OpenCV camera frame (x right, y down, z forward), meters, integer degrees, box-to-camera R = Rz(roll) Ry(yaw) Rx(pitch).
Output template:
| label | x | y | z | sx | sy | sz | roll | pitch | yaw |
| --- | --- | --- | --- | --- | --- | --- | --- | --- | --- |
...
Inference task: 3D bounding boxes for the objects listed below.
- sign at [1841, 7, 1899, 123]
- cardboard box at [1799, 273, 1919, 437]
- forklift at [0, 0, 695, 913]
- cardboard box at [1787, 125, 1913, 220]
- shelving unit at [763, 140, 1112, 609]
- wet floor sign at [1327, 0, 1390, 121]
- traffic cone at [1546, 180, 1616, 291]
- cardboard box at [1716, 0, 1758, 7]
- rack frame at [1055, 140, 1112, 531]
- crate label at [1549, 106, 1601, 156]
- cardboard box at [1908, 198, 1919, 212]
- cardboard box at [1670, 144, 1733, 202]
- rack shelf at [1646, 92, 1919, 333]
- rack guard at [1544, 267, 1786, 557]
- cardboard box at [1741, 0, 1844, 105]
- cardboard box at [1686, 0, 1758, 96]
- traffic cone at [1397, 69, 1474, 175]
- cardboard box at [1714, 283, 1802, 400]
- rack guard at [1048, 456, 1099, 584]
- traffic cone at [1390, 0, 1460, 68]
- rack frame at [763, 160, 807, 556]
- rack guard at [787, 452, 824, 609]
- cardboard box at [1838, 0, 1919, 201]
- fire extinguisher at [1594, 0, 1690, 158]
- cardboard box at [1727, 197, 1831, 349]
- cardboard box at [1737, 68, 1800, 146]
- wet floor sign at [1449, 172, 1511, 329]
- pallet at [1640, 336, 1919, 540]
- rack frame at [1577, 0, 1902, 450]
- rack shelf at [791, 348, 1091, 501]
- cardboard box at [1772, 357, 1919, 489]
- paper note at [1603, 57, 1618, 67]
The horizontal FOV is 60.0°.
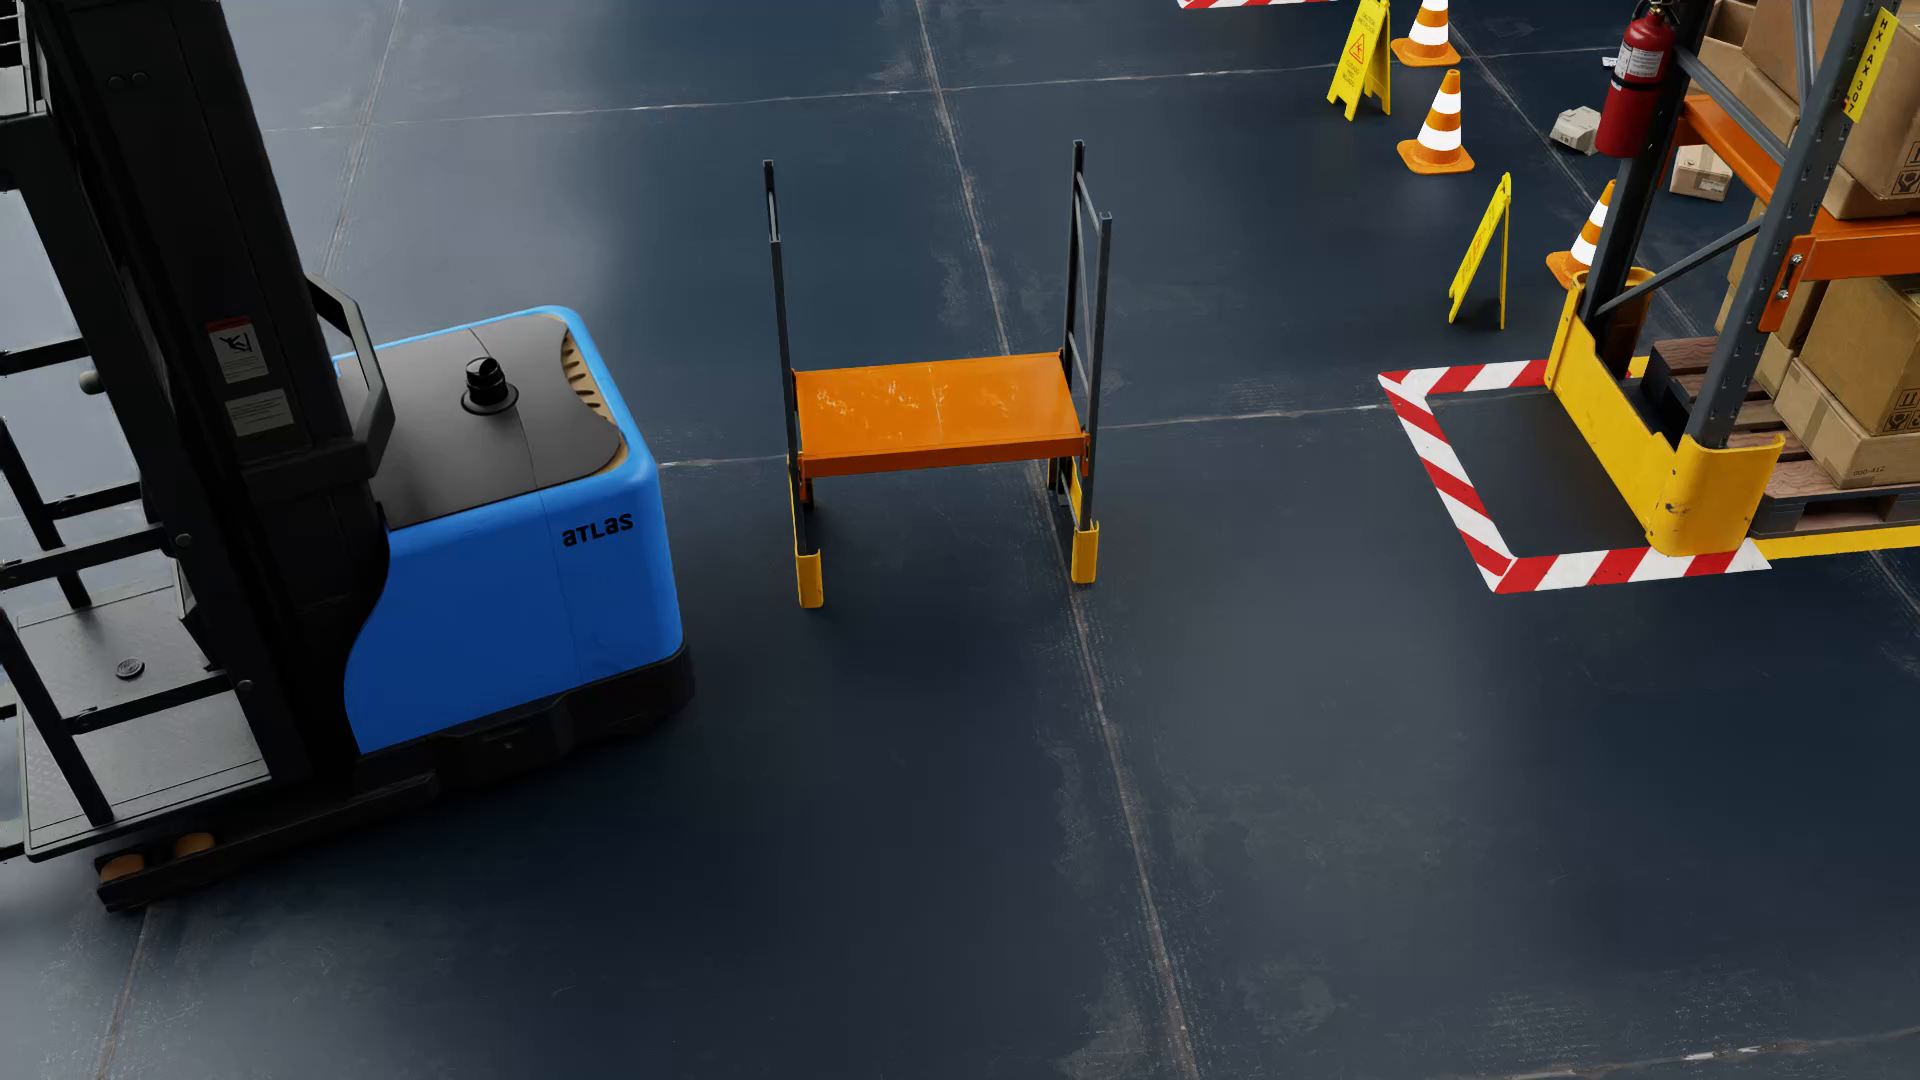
| label | x | y | z | sx | sy | sz | roll | pitch | yaw |
| --- | --- | --- | --- | --- | --- | --- | --- | --- | --- |
| sign | 2.689 | -1.403 | 4.920 | 0.005 | 0.325 | 0.100 | -5 | 42 | -6 |
| cardboard box | 3.478 | -0.744 | 6.015 | 0.500 | 0.500 | 0.500 | -6 | 42 | -7 |
| forklift | -2.449 | -0.385 | 4.489 | 3.031 | 2.935 | 1.130 | -17 | 45 | -18 |
| cardboard box | 2.983 | -1.241 | 5.574 | 0.250 | 0.149 | 0.380 | -5 | 42 | -5 |
| shelving unit | -0.076 | -0.550 | 5.740 | 1.083 | 1.500 | 0.587 | -5 | 42 | -6 |
| wet floor sign | 2.105 | -2.529 | 8.572 | 0.232 | 0.644 | 0.267 | -12 | 43 | -13 |
| traffic cone | 2.878 | -1.394 | 7.450 | 0.334 | 0.463 | 0.336 | -5 | 42 | -6 |
| cardboard box | 4.437 | -3.325 | 9.561 | 0.500 | 0.500 | 0.500 | 2 | 42 | 2 |
| rack frame | 0.419 | -0.594 | 5.788 | 0.032 | 1.500 | 0.500 | -5 | 42 | -6 |
| crate label | 3.169 | -2.090 | 8.465 | 0.298 | 0.136 | 0.250 | -27 | 49 | -27 |
| cardboard box | 3.231 | -1.272 | 5.609 | 0.250 | 0.149 | 0.380 | -4 | 42 | -5 |
| cardboard box | 3.656 | -1.839 | 8.178 | 0.250 | 0.149 | 0.380 | 16 | 44 | 17 |
| rack shelf | 4.602 | -1.349 | 6.043 | 4.000 | 0.370 | 1.077 | -5 | 42 | -6 |
| rack guard | 2.694 | -0.521 | 6.454 | 0.348 | 0.500 | 1.175 | -5 | 42 | -6 |
| cardboard box | 3.121 | -1.820 | 5.731 | 0.500 | 0.500 | 0.500 | -6 | 42 | -6 |
| cardboard box | 4.032 | -2.349 | 8.479 | 0.797 | 0.503 | 0.637 | 32 | 51 | 30 |
| traffic cone | 2.397 | -2.102 | 8.235 | 0.334 | 0.463 | 0.336 | -5 | 42 | -6 |
| cardboard box | 3.409 | -0.828 | 6.668 | 0.500 | 0.250 | 0.500 | -5 | 42 | -6 |
| rack guard | 0.418 | -0.129 | 6.207 | 0.087 | 0.250 | 0.587 | -5 | 42 | -6 |
| traffic cone | 2.588 | -2.882 | 9.099 | 0.334 | 0.463 | 0.336 | -5 | 42 | -6 |
| rack frame | -0.589 | -0.505 | 5.691 | 0.032 | 1.500 | 0.500 | -5 | 42 | -6 |
| rack guard | -0.569 | -0.043 | 6.111 | 0.087 | 0.250 | 0.587 | -5 | 42 | -6 |
| cardboard box | 3.125 | -1.447 | 5.318 | 0.500 | 0.500 | 0.500 | -6 | 42 | -6 |
| fire extinguisher | 2.446 | -1.710 | 5.963 | 0.183 | 0.674 | 0.296 | -5 | 42 | -6 |
| cardboard box | 3.380 | -1.098 | 6.408 | 0.500 | 0.500 | 0.500 | -5 | 42 | -5 |
| cardboard box | 2.962 | -1.523 | 5.887 | 0.250 | 0.149 | 0.380 | -4 | 42 | -4 |
| wet floor sign | 2.292 | -1.262 | 7.167 | 0.232 | 0.644 | 0.267 | 8 | 43 | 9 |
| pallet | 3.504 | -0.460 | 6.603 | 1.213 | 0.211 | 1.003 | -5 | 42 | -6 |
| rack frame | 2.619 | -1.442 | 5.609 | 0.127 | 3.000 | 1.000 | -5 | 42 | -6 |
| rack shelf | -0.085 | -0.416 | 5.860 | 1.000 | 0.185 | 0.538 | -5 | 42 | -6 |
| cardboard box | 3.455 | -0.463 | 6.264 | 0.500 | 0.250 | 0.500 | -5 | 42 | -6 |
| paper note | 3.611 | -2.623 | 9.136 | 0.142 | 0.017 | 0.144 | 8 | 43 | 9 |
